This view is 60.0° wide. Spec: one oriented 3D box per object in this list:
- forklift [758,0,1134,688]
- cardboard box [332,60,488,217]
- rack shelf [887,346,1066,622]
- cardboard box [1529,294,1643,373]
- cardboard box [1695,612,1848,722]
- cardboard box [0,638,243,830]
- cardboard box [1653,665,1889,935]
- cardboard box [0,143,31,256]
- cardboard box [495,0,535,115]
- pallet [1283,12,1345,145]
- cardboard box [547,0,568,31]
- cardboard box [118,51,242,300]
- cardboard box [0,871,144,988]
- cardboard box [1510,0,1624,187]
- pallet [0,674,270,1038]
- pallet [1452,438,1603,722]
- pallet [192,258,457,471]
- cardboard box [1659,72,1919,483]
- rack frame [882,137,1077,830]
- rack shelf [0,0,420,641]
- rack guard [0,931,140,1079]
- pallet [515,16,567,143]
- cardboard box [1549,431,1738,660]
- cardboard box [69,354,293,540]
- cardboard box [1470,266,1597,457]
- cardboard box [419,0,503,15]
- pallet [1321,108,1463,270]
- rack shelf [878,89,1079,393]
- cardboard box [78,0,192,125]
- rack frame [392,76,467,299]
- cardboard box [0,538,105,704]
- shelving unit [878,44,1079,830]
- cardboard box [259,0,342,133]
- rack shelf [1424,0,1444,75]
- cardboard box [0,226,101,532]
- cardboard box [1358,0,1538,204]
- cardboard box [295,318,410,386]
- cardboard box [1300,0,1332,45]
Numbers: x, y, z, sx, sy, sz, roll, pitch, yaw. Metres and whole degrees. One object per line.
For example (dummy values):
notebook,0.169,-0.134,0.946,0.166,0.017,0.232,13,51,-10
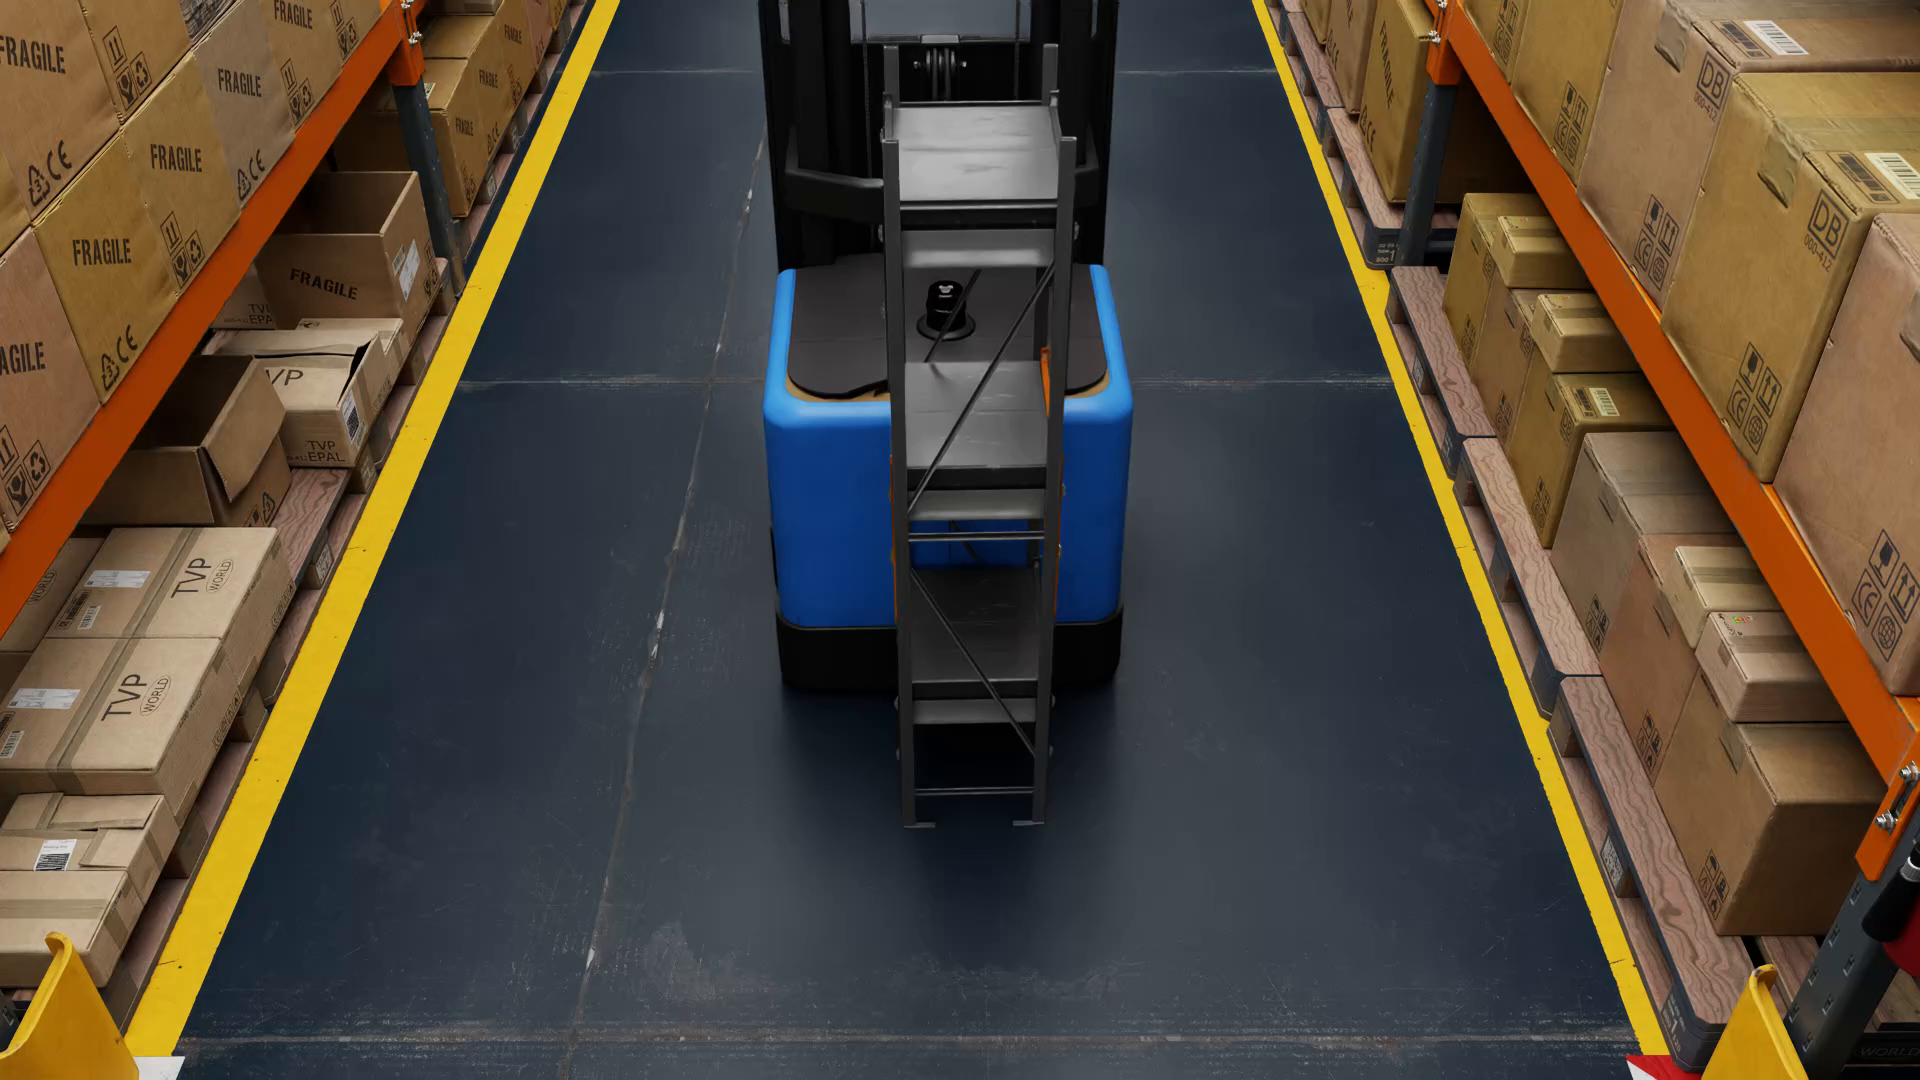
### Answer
forklift,-0.073,-1.589,5.389,1.130,2.935,3.031,-1,39,-1
cardboard box,-2.367,-1.724,7.150,0.500,0.500,0.500,-2,39,-2
rack shelf,0.033,-0.146,4.275,0.431,0.518,0.480,-1,39,-1
cardboard box,2.060,-0.664,5.324,0.380,0.149,0.250,-1,39,-1
cardboard box,2.065,0.311,4.108,0.380,0.149,0.250,0,39,-1
cardboard box,-2.323,0.525,4.544,0.500,0.250,0.500,0,39,0
cardboard box,2.247,0.644,4.210,0.700,0.500,0.500,0,39,0
cardboard box,-2.351,-0.757,3.417,0.500,0.500,0.500,0,39,0
cardboard box,-2.372,-2.370,7.956,0.500,0.500,0.500,0,39,0
pallet,2.263,-2.390,8.564,1.003,0.211,1.213,0,39,0
cardboard box,-2.379,-3.014,8.760,0.500,0.500,0.500,-1,39,-2
cardboard box,-2.345,-0.989,4.506,0.500,0.500,0.500,0,39,1
cardboard box,-2.263,0.955,4.088,0.380,0.149,0.250,0,39,0
cardboard box,2.323,-1.552,5.049,0.980,0.700,0.700,-1,39,-1
pallet,-2.608,0.819,4.560,1.003,0.211,1.213,0,39,0
pallet,2.270,0.098,5.459,1.003,0.211,1.213,0,39,0
pallet,-2.611,-0.707,6.464,1.003,0.211,1.213,0,39,0
cardboard box,2.325,-0.620,3.886,0.980,0.700,0.700,0,39,0
rack frame,0.040,-0.004,4.077,0.400,2.100,0.015,-1,39,-1
rack shelf,-2.608,-0.694,4.792,1.077,0.370,4.000,0,39,0
rack guard,-2.606,1.204,3.847,1.175,0.500,0.348,0,39,0
pallet,-2.653,-2.410,8.589,1.003,0.211,1.213,0,39,0
cardboard box,2.245,0.017,4.993,0.700,0.500,0.500,-1,39,-2
cardboard box,-2.603,-0.248,5.305,0.797,0.503,0.637,0,39,0
cardboard box,2.239,-0.638,5.810,0.700,0.500,0.500,0,39,-1
cardboard box,-2.368,-2.642,7.696,0.500,0.250,0.500,0,39,0
pallet,2.267,-1.625,7.609,1.003,0.211,1.213,0,39,0
rack shelf,0.033,-0.693,3.838,0.431,0.518,0.480,-1,39,-1
cardboard box,-2.348,-1.388,4.204,0.500,0.500,0.500,0,39,0
rack frame,-2.610,-2.225,6.128,1.000,3.000,0.127,0,39,0
cardboard box,-2.824,0.244,4.894,0.500,0.250,0.500,0,39,0
shelving unit,0.033,-0.157,4.267,0.431,2.100,0.503,-1,39,-1
cardboard box,-2.351,-1.629,5.304,0.500,0.500,0.500,1,39,1
rack shelf,2.341,-3.201,7.921,1.077,0.370,4.000,0,39,0
cardboard box,-2.348,-0.363,3.724,0.500,0.500,0.500,0,39,0
cardboard box,2.213,-1.962,7.183,0.750,0.750,0.750,0,39,0
cardboard box,-2.266,-0.694,6.145,0.380,0.149,0.250,0,39,0
cardboard box,2.203,-3.050,8.540,0.750,0.750,0.750,0,39,0
